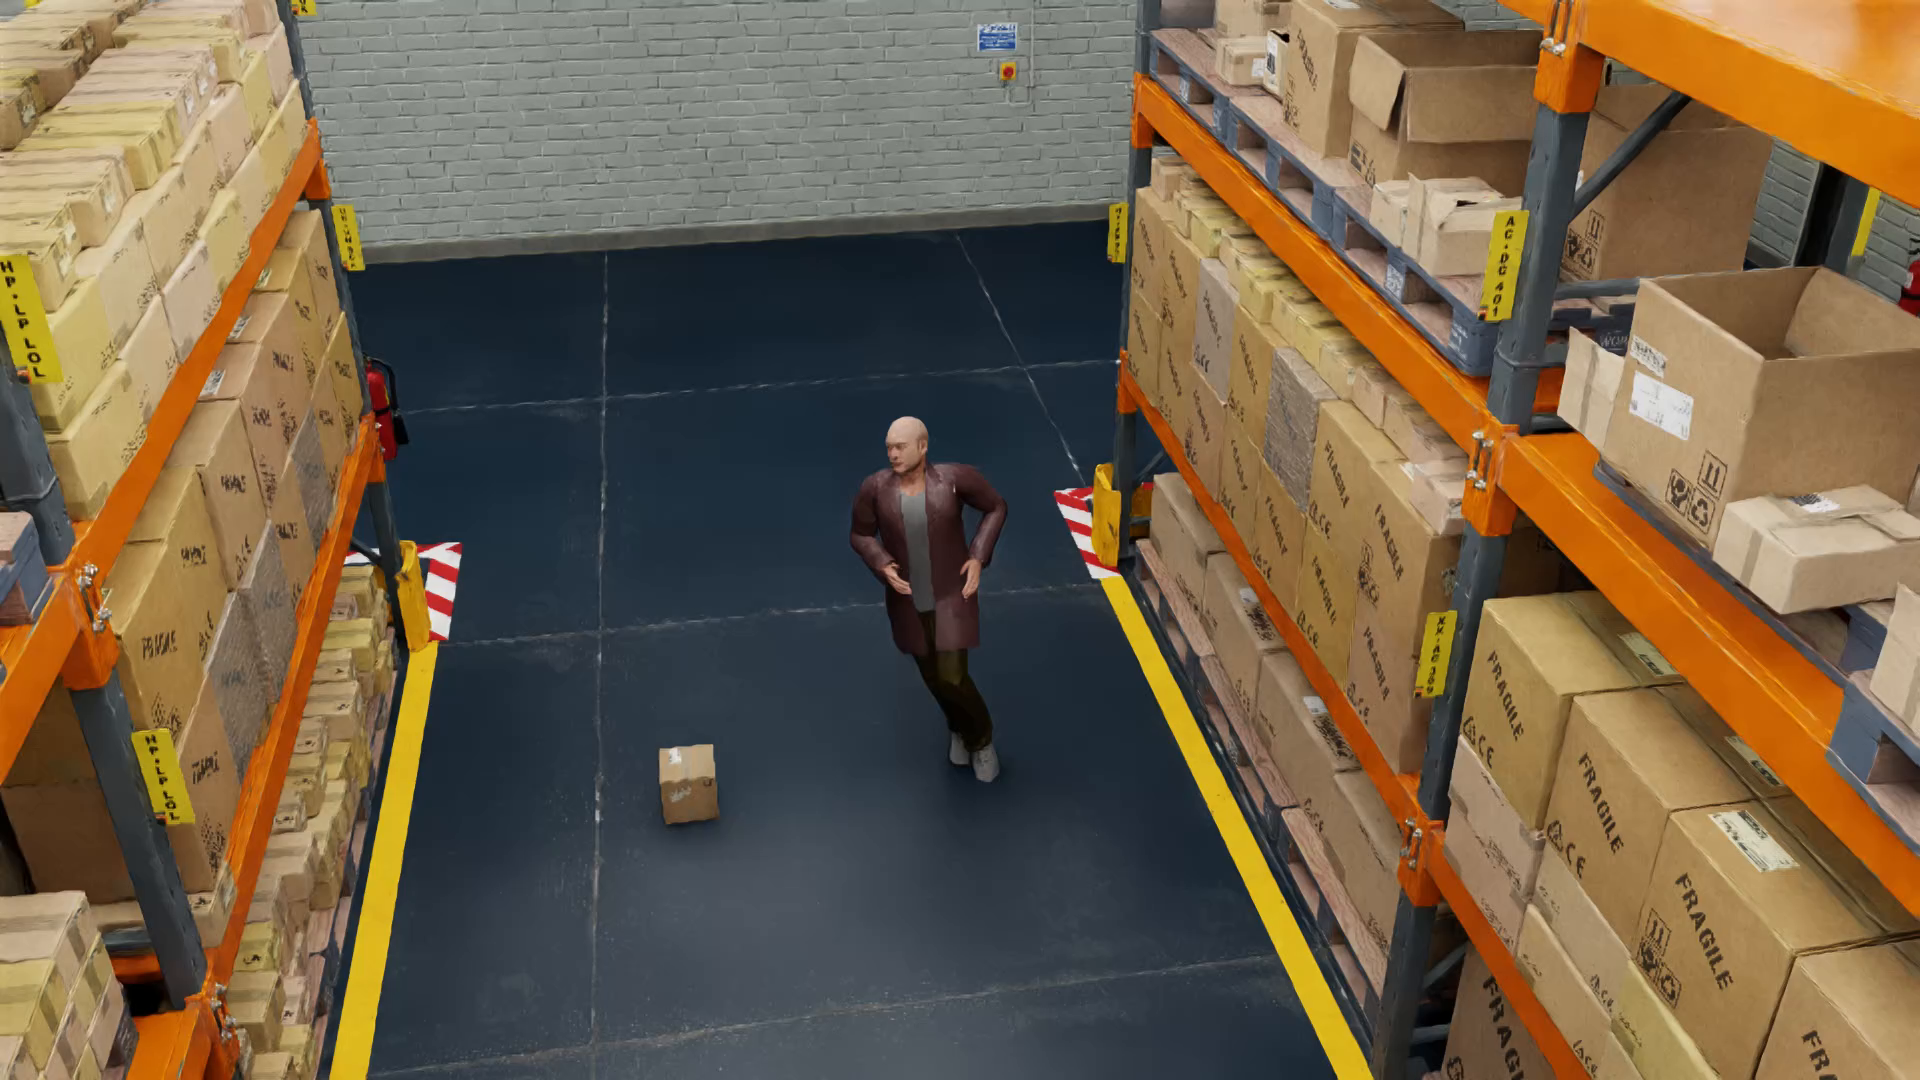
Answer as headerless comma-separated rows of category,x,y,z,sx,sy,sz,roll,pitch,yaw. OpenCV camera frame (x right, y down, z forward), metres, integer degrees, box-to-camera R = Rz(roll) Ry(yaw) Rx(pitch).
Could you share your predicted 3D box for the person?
person,-0.152,0.289,7.735,0.748,1.790,0.582,7,31,11
